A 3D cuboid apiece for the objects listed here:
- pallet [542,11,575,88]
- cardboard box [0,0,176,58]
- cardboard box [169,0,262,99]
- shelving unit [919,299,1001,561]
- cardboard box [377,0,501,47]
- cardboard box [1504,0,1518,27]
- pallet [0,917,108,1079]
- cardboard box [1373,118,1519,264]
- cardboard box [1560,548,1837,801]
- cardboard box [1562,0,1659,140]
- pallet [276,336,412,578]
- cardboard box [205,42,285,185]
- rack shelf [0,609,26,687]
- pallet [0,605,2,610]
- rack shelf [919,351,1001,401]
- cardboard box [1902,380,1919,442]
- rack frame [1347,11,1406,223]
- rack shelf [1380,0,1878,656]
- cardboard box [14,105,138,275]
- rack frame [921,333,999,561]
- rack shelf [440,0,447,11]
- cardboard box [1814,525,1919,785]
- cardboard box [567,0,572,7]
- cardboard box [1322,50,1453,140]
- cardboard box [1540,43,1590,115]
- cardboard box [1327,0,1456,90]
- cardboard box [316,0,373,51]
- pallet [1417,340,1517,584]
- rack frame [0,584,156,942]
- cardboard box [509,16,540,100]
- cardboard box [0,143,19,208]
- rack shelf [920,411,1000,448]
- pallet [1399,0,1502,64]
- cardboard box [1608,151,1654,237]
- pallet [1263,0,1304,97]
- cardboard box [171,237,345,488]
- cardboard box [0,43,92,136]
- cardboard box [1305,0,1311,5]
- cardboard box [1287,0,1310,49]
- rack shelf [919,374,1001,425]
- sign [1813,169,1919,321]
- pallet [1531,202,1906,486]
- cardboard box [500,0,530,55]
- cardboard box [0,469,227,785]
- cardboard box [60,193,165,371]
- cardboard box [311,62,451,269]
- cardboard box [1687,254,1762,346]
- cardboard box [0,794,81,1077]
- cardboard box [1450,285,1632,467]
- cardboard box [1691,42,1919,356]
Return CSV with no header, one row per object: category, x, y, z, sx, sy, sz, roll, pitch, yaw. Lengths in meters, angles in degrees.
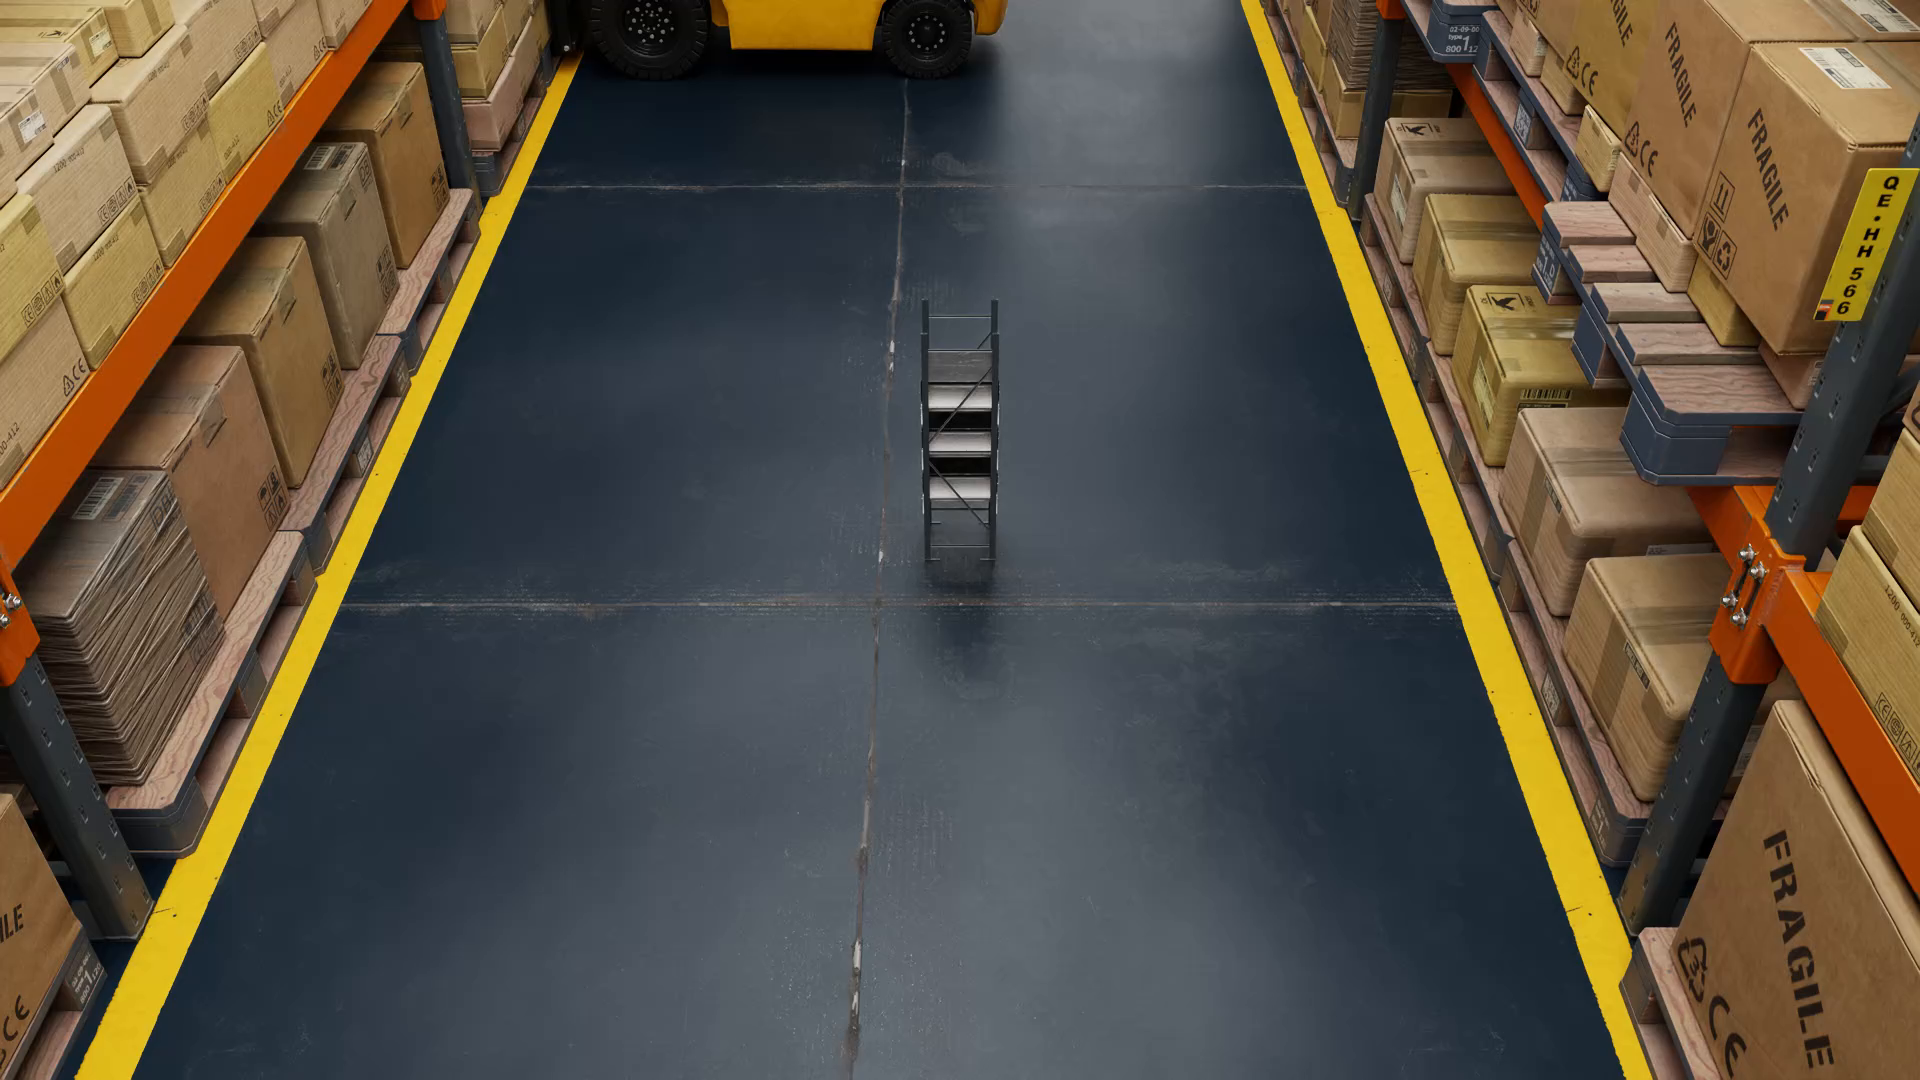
pallet,-2.650,-2.817,9.096,1.003,0.211,1.213,0,39,0
cardboard box,-2.400,-1.440,4.549,0.380,0.149,0.250,1,39,1
cardboard box,-2.447,-1.515,4.962,0.500,0.250,0.500,0,39,1
shelving unit,0.000,-0.346,5.462,0.258,0.900,0.210,0,39,0
cardboard box,-2.374,-2.426,7.442,0.500,0.250,0.500,-1,39,-1
cardboard box,1.986,-1.720,5.362,0.380,0.149,0.250,0,39,0
pallet,-2.719,1.414,3.817,1.003,0.211,1.213,0,39,0
cardboard box,2.280,-1.459,6.937,0.950,0.372,0.625,0,39,1
cardboard box,2.291,0.361,4.666,0.950,0.372,0.625,-2,39,-3
cardboard box,1.989,-1.389,4.431,0.500,0.500,0.500,-3,39,-3
pallet,-2.643,-0.329,5.992,1.003,0.211,1.213,0,39,0
cardboard box,-2.441,-1.321,5.120,0.500,0.250,0.500,1,39,1
rack shelf,-2.680,1.390,2.192,1.077,0.370,4.000,0,39,0
pallet,-2.612,0.358,3.059,1.213,0.211,1.003,0,39,0
rack shelf,0.000,-0.531,5.314,0.258,0.077,0.200,0,39,0
cardboard box,2.037,-0.268,2.806,0.500,0.500,0.500,-1,39,-2
rack frame,2.277,-2.648,6.656,1.000,3.000,0.127,0,39,0
rack shelf,2.279,-1.117,5.320,1.077,0.370,4.000,0,39,0
cardboard box,-2.438,-0.868,4.155,0.500,0.250,0.500,1,39,1
rack frame,0.000,-0.282,5.383,0.240,0.900,0.006,0,39,0
rack shelf,-2.689,-3.612,8.434,1.077,0.370,4.000,0,39,0
cardboard box,2.030,0.218,3.200,0.500,0.250,0.500,-1,39,-1
cardboard box,-2.370,-2.993,8.949,0.500,0.250,0.500,1,39,1
cardboard box,2.007,-2.109,7.846,0.500,0.250,0.500,2,39,2
cardboard box,1.965,-1.387,4.947,0.380,0.149,0.250,-1,39,-1
cardboard box,2.008,-2.402,7.612,0.500,0.500,0.500,-1,39,-1
cardboard box,-2.419,-1.955,5.910,0.500,0.250,0.500,0,39,0
pallet,2.283,-0.309,5.966,1.003,0.211,1.213,0,39,0
rack frame,-2.683,-0.141,3.527,1.000,3.000,0.127,0,39,0
cardboard box,-2.373,-2.354,8.151,0.500,0.250,0.500,-1,39,-1
cardboard box,-2.390,-0.800,3.751,0.380,0.149,0.250,1,39,1
rack shelf,0.000,-0.390,5.427,0.258,0.077,0.200,0,39,0
pallet,2.132,-2.096,6.120,1.003,0.211,1.213,0,39,0
cardboard box,1.935,-0.900,4.340,0.380,0.149,0.250,-2,39,-2
pallet,2.236,-2.745,9.007,1.003,0.211,1.213,0,39,0
cardboard box,-2.679,-0.598,5.661,0.875,0.625,0.625,-2,39,-2
cardboard box,-2.429,-1.124,4.155,0.380,0.149,0.250,0,39,0
cardboard box,2.003,-3.039,8.407,0.500,0.500,0.500,2,39,2
cardboard box,2.001,-2.760,8.658,0.500,0.250,0.500,1,39,1
rack shelf,0.000,-0.461,5.371,0.258,0.077,0.200,0,39,0
sign,1.739,-0.562,3.190,0.100,0.325,0.005,0,39,0
pallet,2.174,-0.518,4.151,1.213,0.211,1.003,0,39,0
cardboard box,-2.382,-2.546,7.992,0.500,0.250,0.500,0,39,0
cardboard box,-2.670,0.232,4.625,0.875,0.625,0.625,1,39,1
cardboard box,-2.434,-0.675,4.313,0.500,0.250,0.500,-1,39,-1
cardboard box,-2.675,-1.553,6.853,0.875,0.625,0.625,2,39,2
cardboard box,1.973,-0.585,3.947,0.380,0.149,0.250,1,39,1
cardboard box,-2.467,0.935,3.848,0.500,0.500,0.500,1,39,1
cardboard box,2.286,-0.574,5.834,0.950,0.372,0.625,1,39,1
cardboard box,2.003,-0.750,3.634,0.500,0.500,0.500,-1,39,-1
